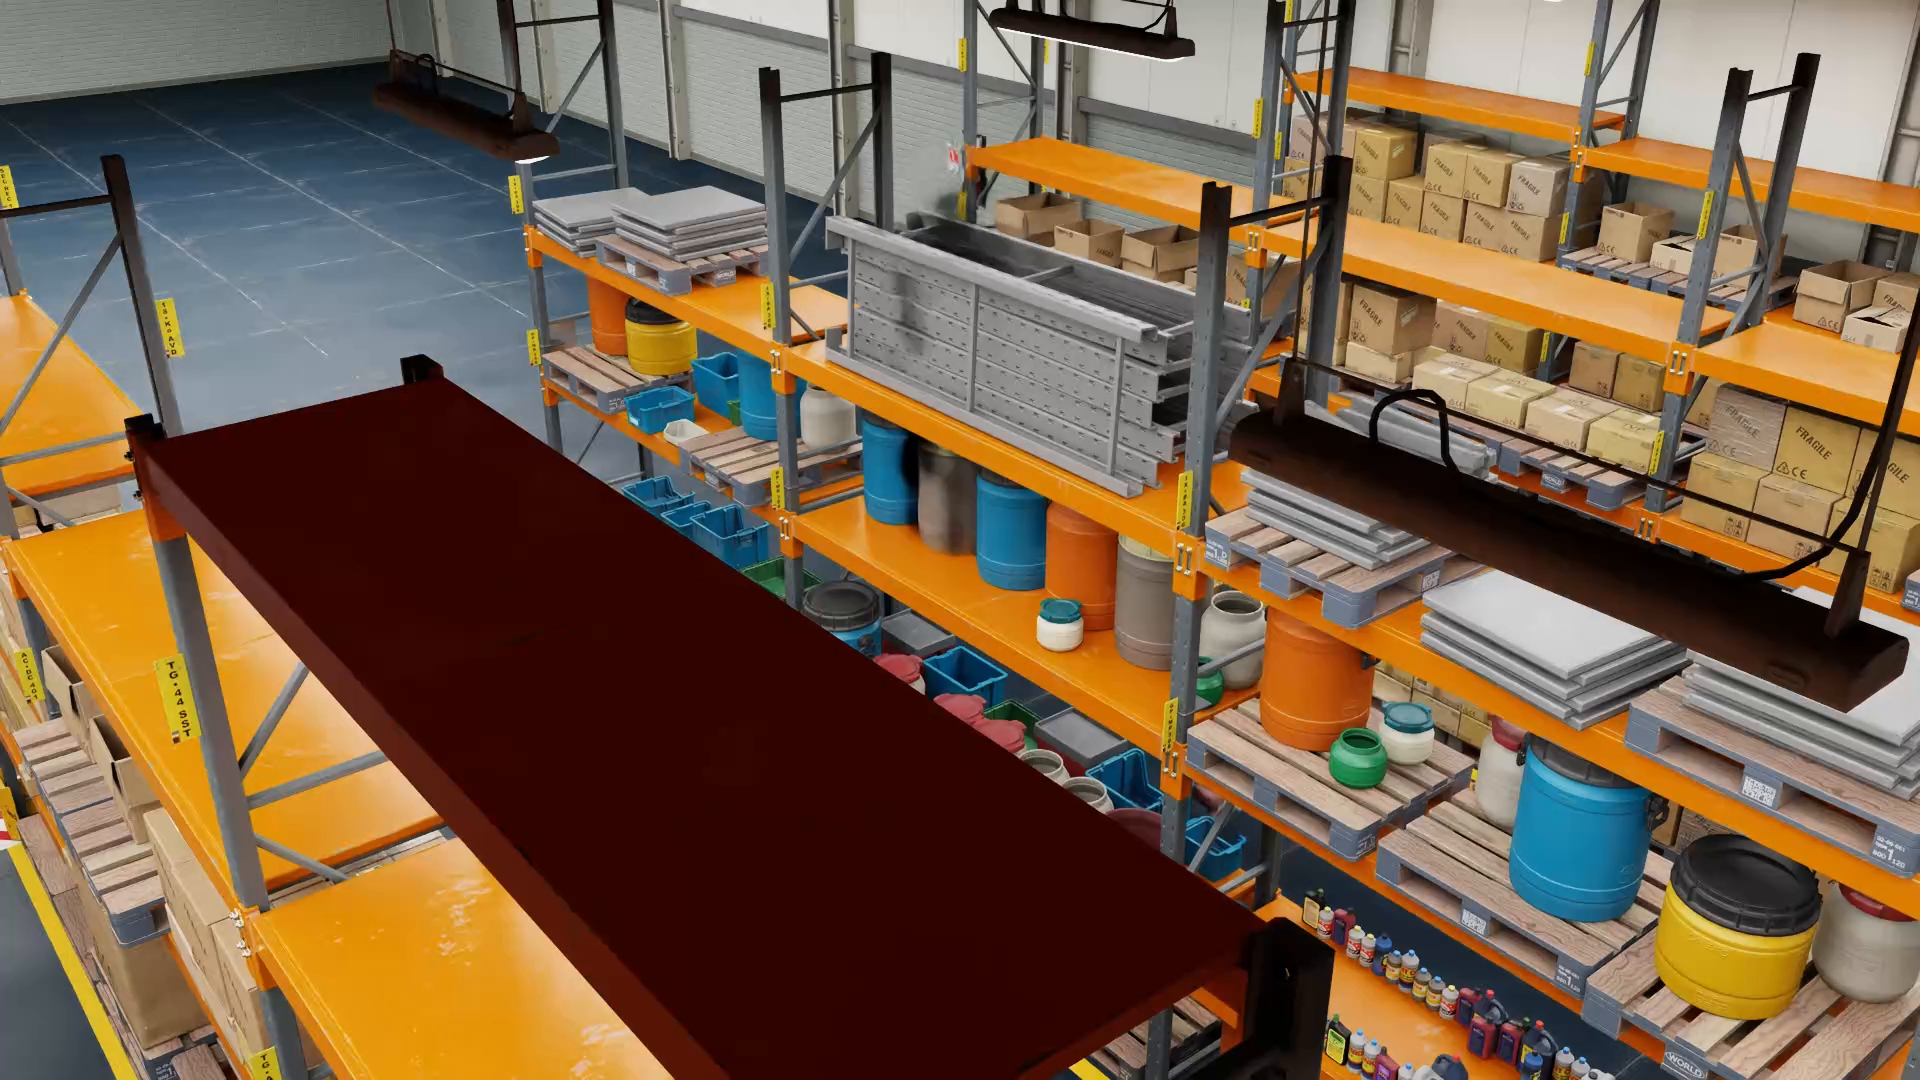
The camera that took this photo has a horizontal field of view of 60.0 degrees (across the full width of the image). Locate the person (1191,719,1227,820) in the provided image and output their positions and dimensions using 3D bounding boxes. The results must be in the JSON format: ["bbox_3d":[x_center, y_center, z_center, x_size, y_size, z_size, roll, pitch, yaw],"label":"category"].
[{"bbox_3d":[1.897,1.530,13.229,0.802,1.635,0.589,21,33,36],"label":"person"}]
